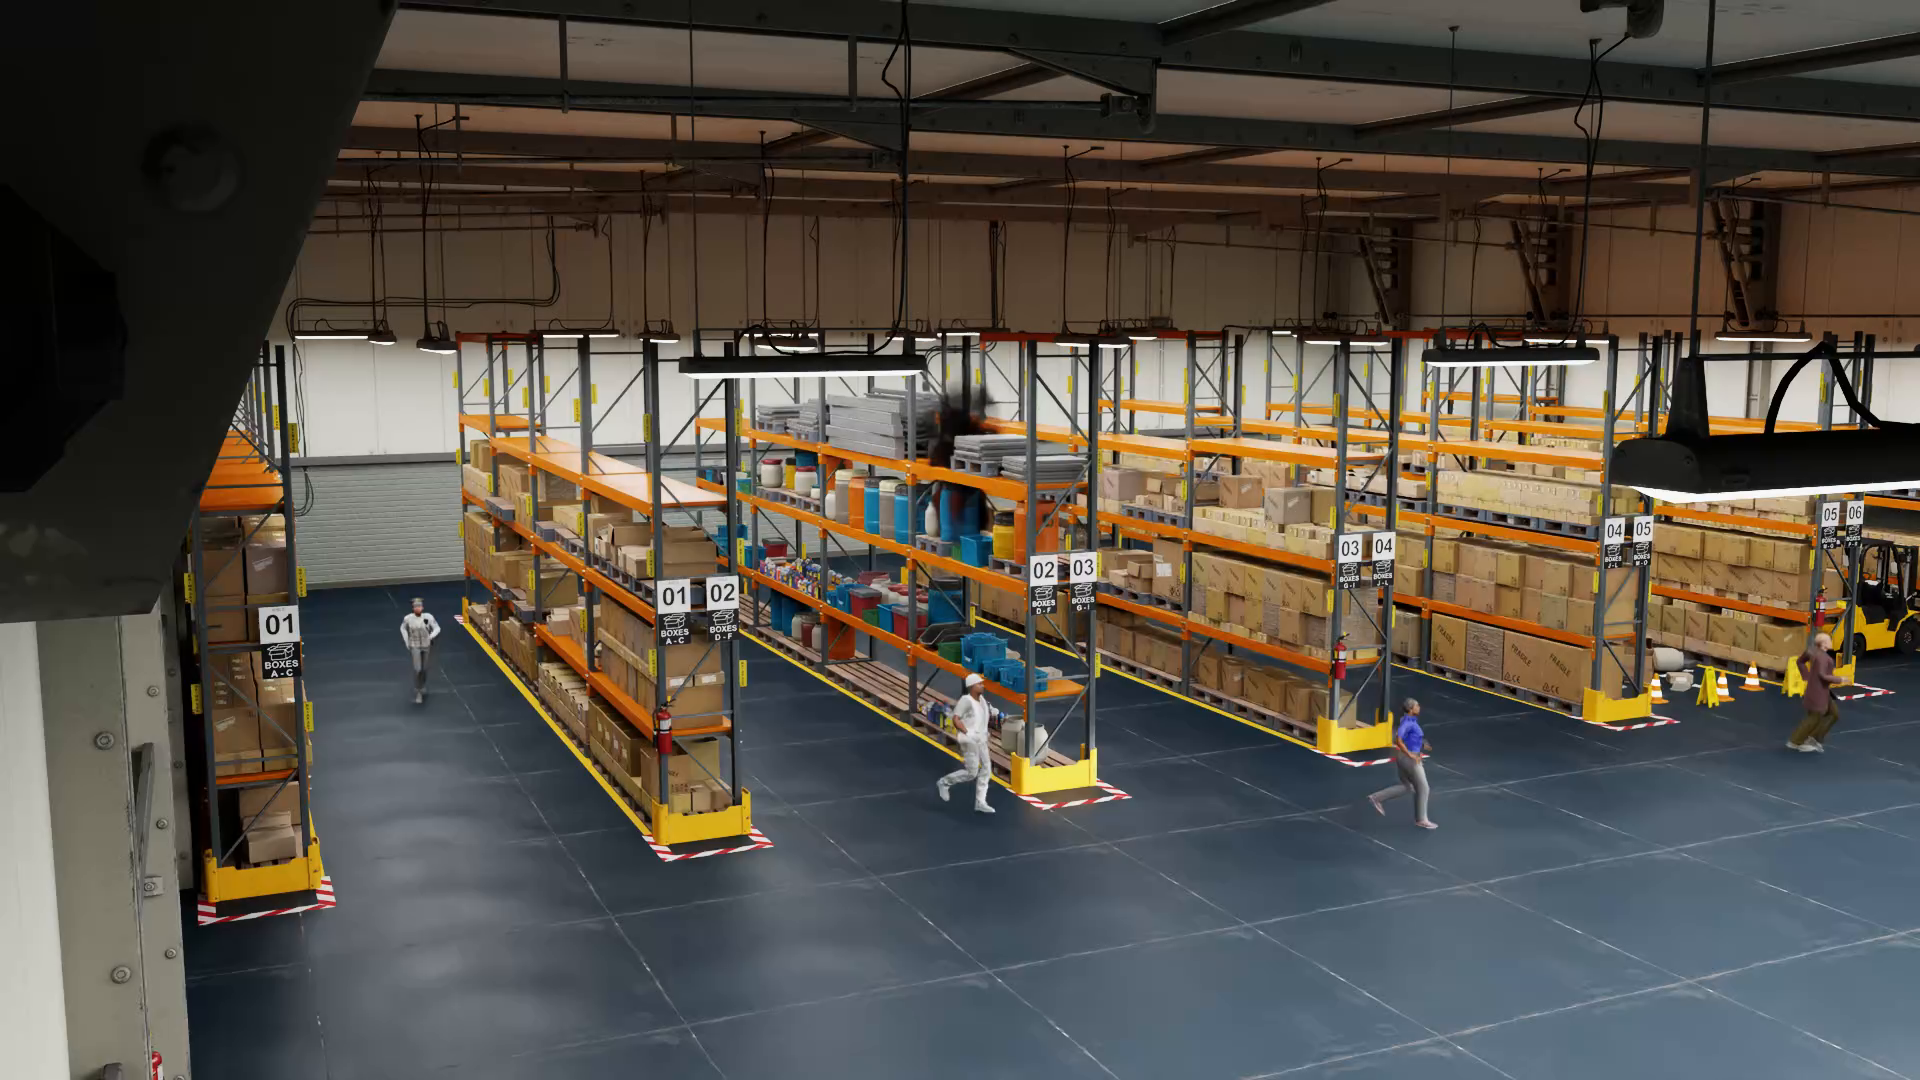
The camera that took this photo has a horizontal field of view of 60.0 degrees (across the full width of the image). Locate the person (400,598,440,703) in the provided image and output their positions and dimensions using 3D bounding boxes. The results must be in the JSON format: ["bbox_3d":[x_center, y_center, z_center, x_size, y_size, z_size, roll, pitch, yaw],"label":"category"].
[{"bbox_3d":[-8.937,1.805,27.584,0.624,1.753,0.718,-3,8,-22],"label":"person"}]

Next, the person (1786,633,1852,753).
[{"bbox_3d":[12.428,2.239,24.036,0.781,1.809,0.695,3,8,23],"label":"person"}]

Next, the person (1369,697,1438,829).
[{"bbox_3d":[5.530,2.764,20.624,0.830,1.657,0.579,1,8,5],"label":"person"}]

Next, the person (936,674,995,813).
[{"bbox_3d":[0.176,2.591,21.470,0.833,1.728,0.741,4,9,28],"label":"person"}]
